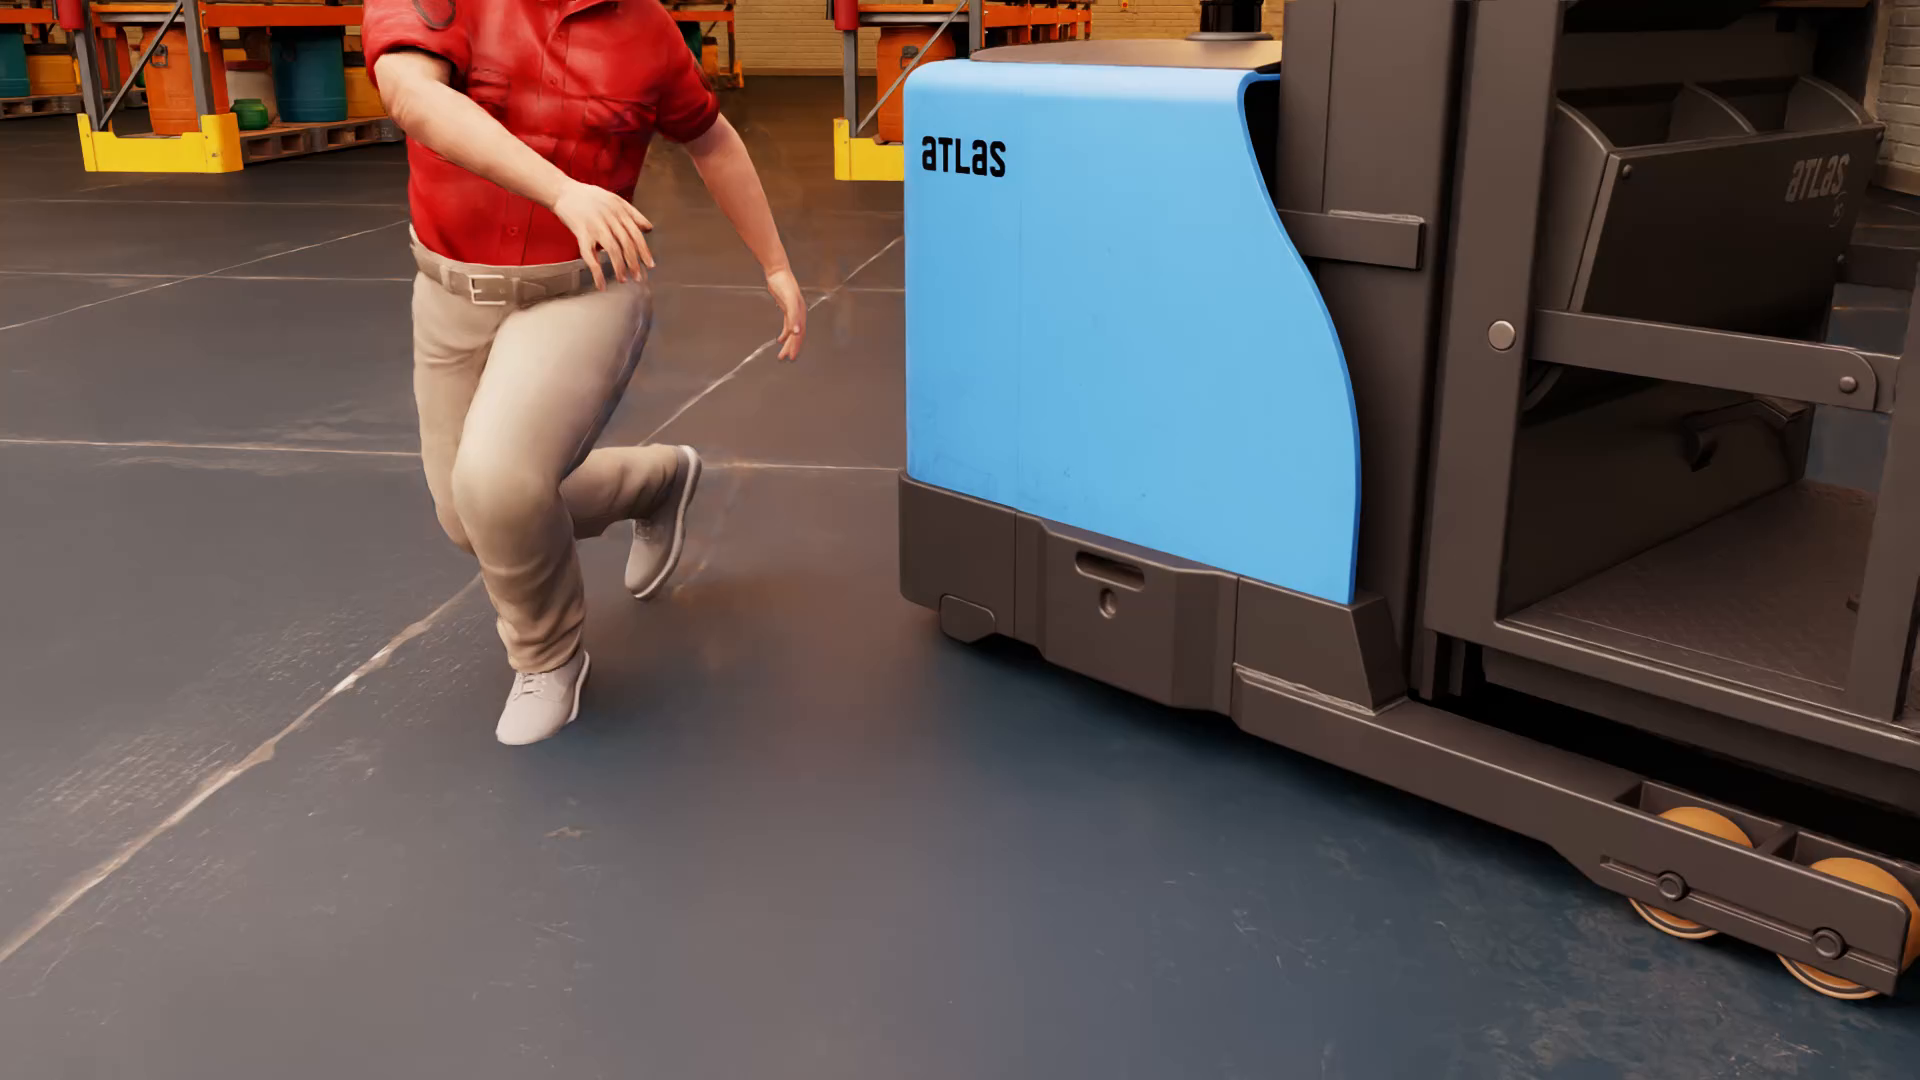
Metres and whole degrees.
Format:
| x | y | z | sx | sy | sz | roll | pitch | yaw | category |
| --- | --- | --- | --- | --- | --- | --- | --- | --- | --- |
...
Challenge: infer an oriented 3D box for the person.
| x | y | z | sx | sy | sz | roll | pitch | yaw | category |
| --- | --- | --- | --- | --- | --- | --- | --- | --- | --- |
| -0.630 | -0.454 | 2.890 | 0.646 | 1.507 | 0.907 | 1 | 18 | 4 | person |

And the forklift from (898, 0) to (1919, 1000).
| x | y | z | sx | sy | sz | roll | pitch | yaw | category |
| --- | --- | --- | --- | --- | --- | --- | --- | --- | --- |
| 1.261 | -1.010 | 2.155 | 1.130 | 2.935 | 3.031 | -16 | 24 | -41 | forklift |
